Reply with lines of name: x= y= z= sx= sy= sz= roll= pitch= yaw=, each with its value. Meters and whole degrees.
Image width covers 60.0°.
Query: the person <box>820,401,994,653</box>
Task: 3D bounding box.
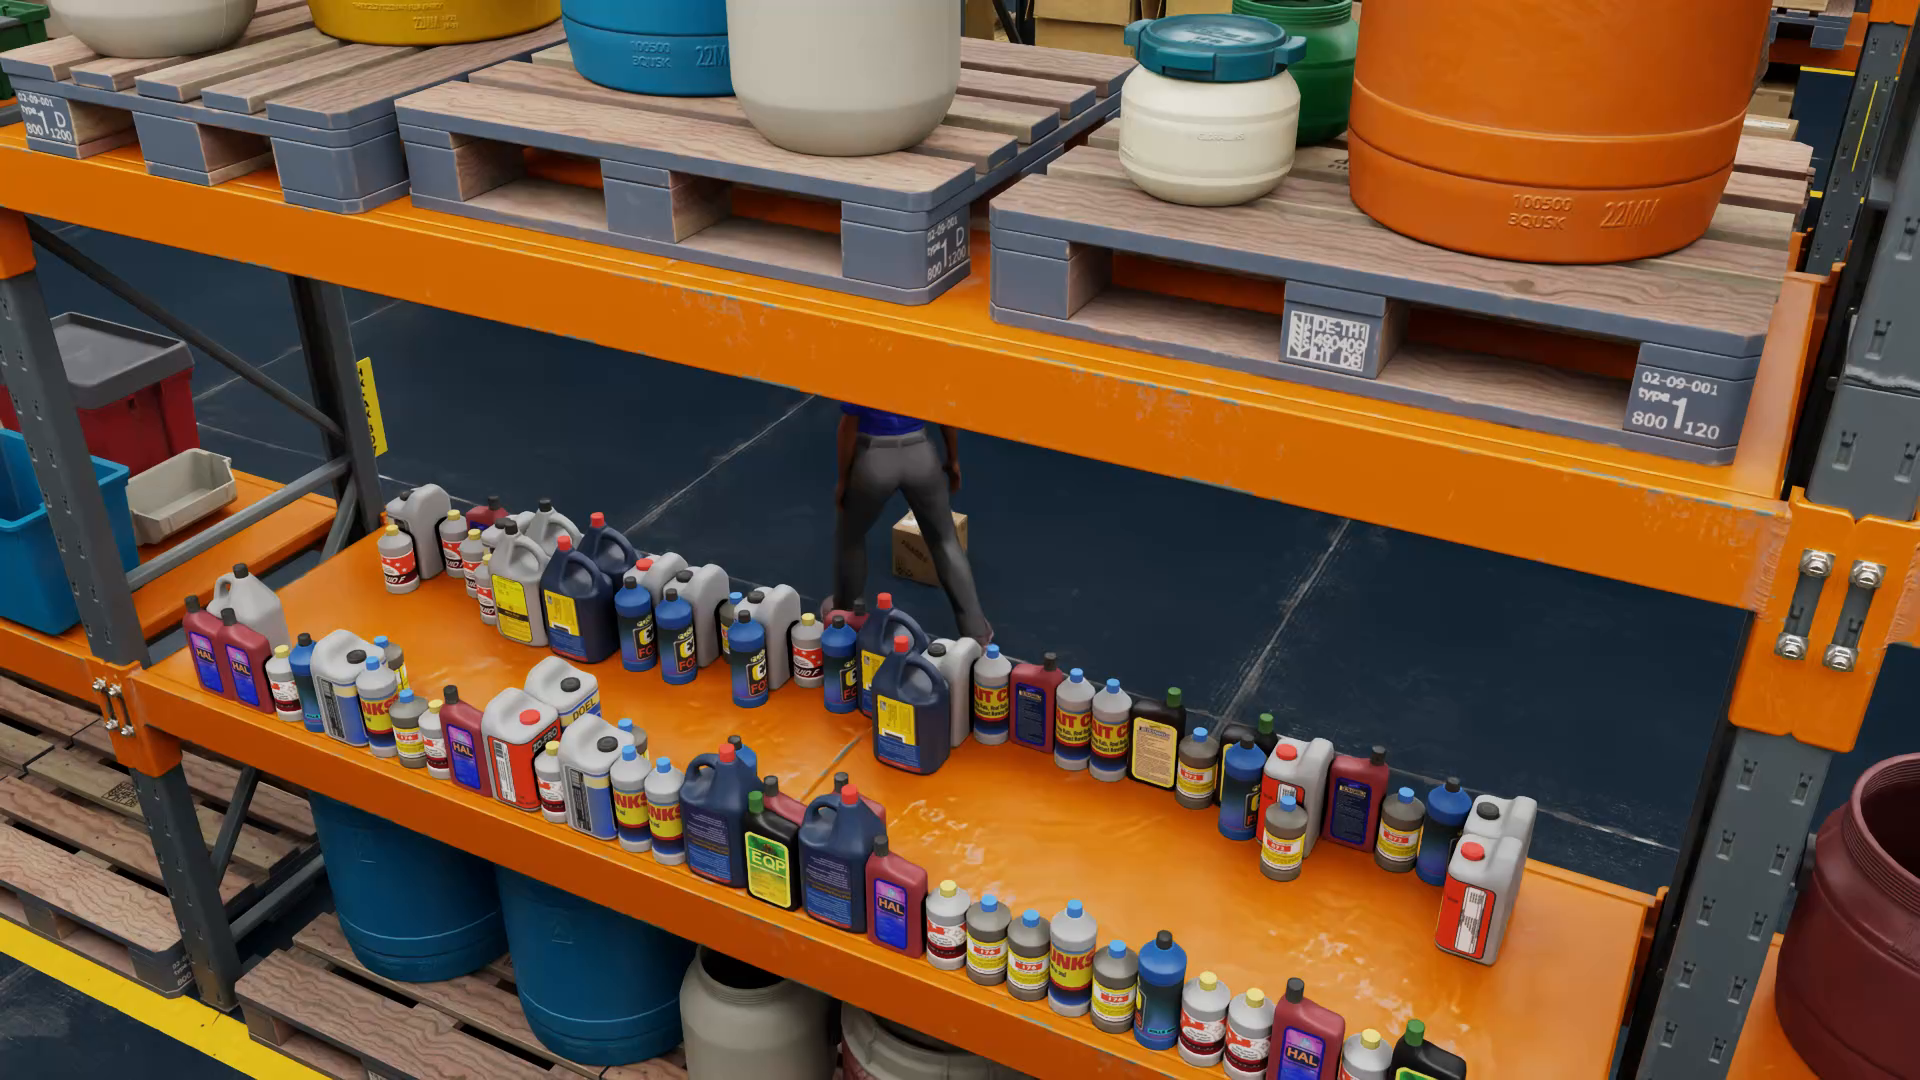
person: x=-0.213 y=-0.298 z=6.628 sx=0.639 sy=1.636 sz=0.681 roll=-10 pitch=32 yaw=-17
